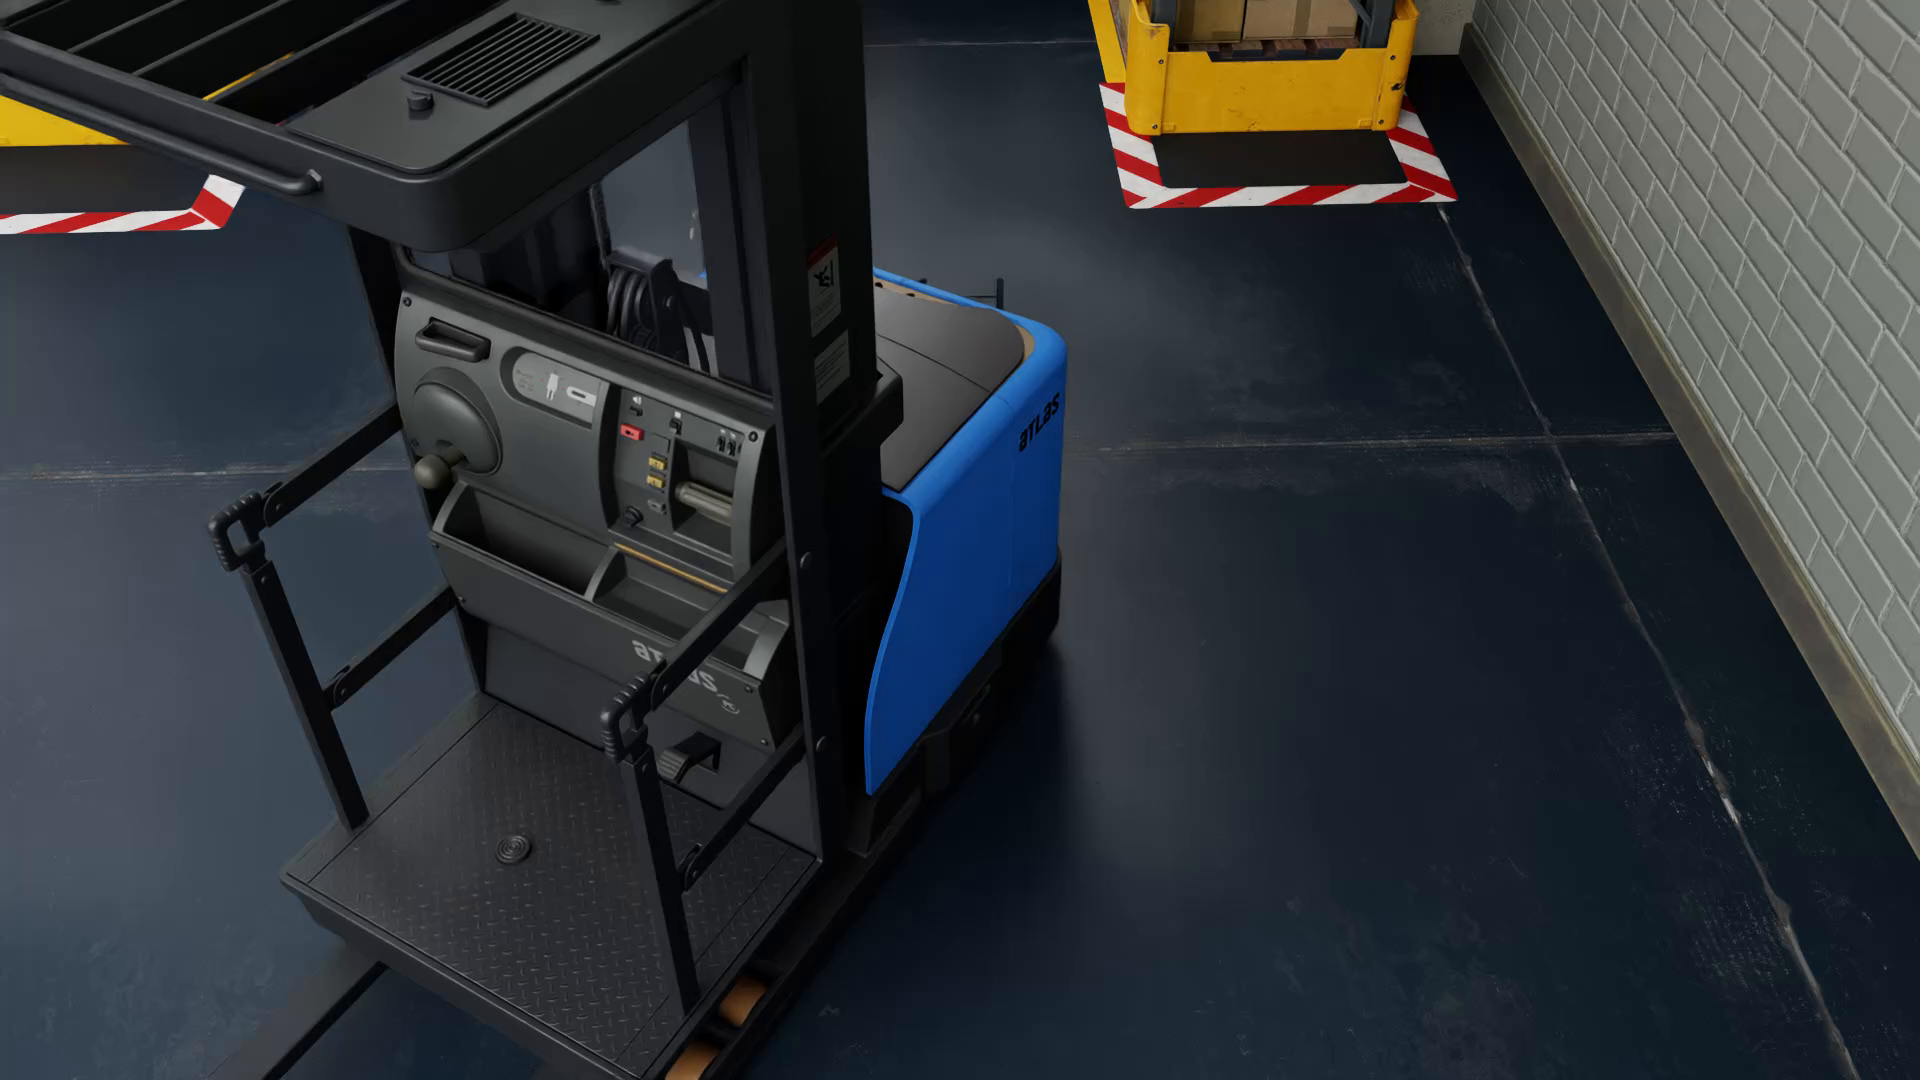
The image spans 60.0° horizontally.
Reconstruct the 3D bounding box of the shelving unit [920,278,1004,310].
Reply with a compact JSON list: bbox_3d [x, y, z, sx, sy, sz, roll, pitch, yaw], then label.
[{"bbox_3d":[0.006,-0.343,4.958,0.258,0.900,0.210,0,43,0],"label":"shelving unit"}]

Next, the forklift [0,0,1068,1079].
[{"bbox_3d":[-0.888,-0.129,3.222,1.130,2.935,3.031,22,47,22],"label":"forklift"}]

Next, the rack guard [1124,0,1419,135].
[{"bbox_3d":[1.314,-2.055,7.122,1.175,0.500,0.348,-2,43,-2],"label":"rack guard"}]

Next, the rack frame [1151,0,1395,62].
[{"bbox_3d":[1.313,-2.993,6.295,1.000,3.000,0.127,-2,43,-2],"label":"rack frame"}]

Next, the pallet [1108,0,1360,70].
[{"bbox_3d":[1.239,-2.480,7.799,1.003,0.211,1.213,-2,43,-2],"label":"pallet"}]

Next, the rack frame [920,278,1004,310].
[{"bbox_3d":[0.005,-0.411,5.033,0.240,0.900,0.006,0,43,0],"label":"rack frame"}]

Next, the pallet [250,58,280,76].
[{"bbox_3d":[-3.649,-2.421,7.735,1.003,0.211,1.213,-2,43,-2],"label":"pallet"}]

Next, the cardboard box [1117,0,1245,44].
[{"bbox_3d":[0.977,-2.442,7.419,0.500,0.250,0.500,-1,43,-1],"label":"cardboard box"}]

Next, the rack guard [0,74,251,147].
[{"bbox_3d":[-3.649,-1.978,7.038,1.175,0.500,0.348,-2,43,-2],"label":"rack guard"}]

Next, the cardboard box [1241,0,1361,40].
[{"bbox_3d":[1.487,-2.471,7.450,0.500,0.250,0.500,-1,43,-2],"label":"cardboard box"}]

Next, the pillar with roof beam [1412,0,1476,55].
[{"bbox_3d":[-2.117,-5.577,4.674,9.100,9.000,0.400,-2,43,-2],"label":"pillar with roof beam"}]
